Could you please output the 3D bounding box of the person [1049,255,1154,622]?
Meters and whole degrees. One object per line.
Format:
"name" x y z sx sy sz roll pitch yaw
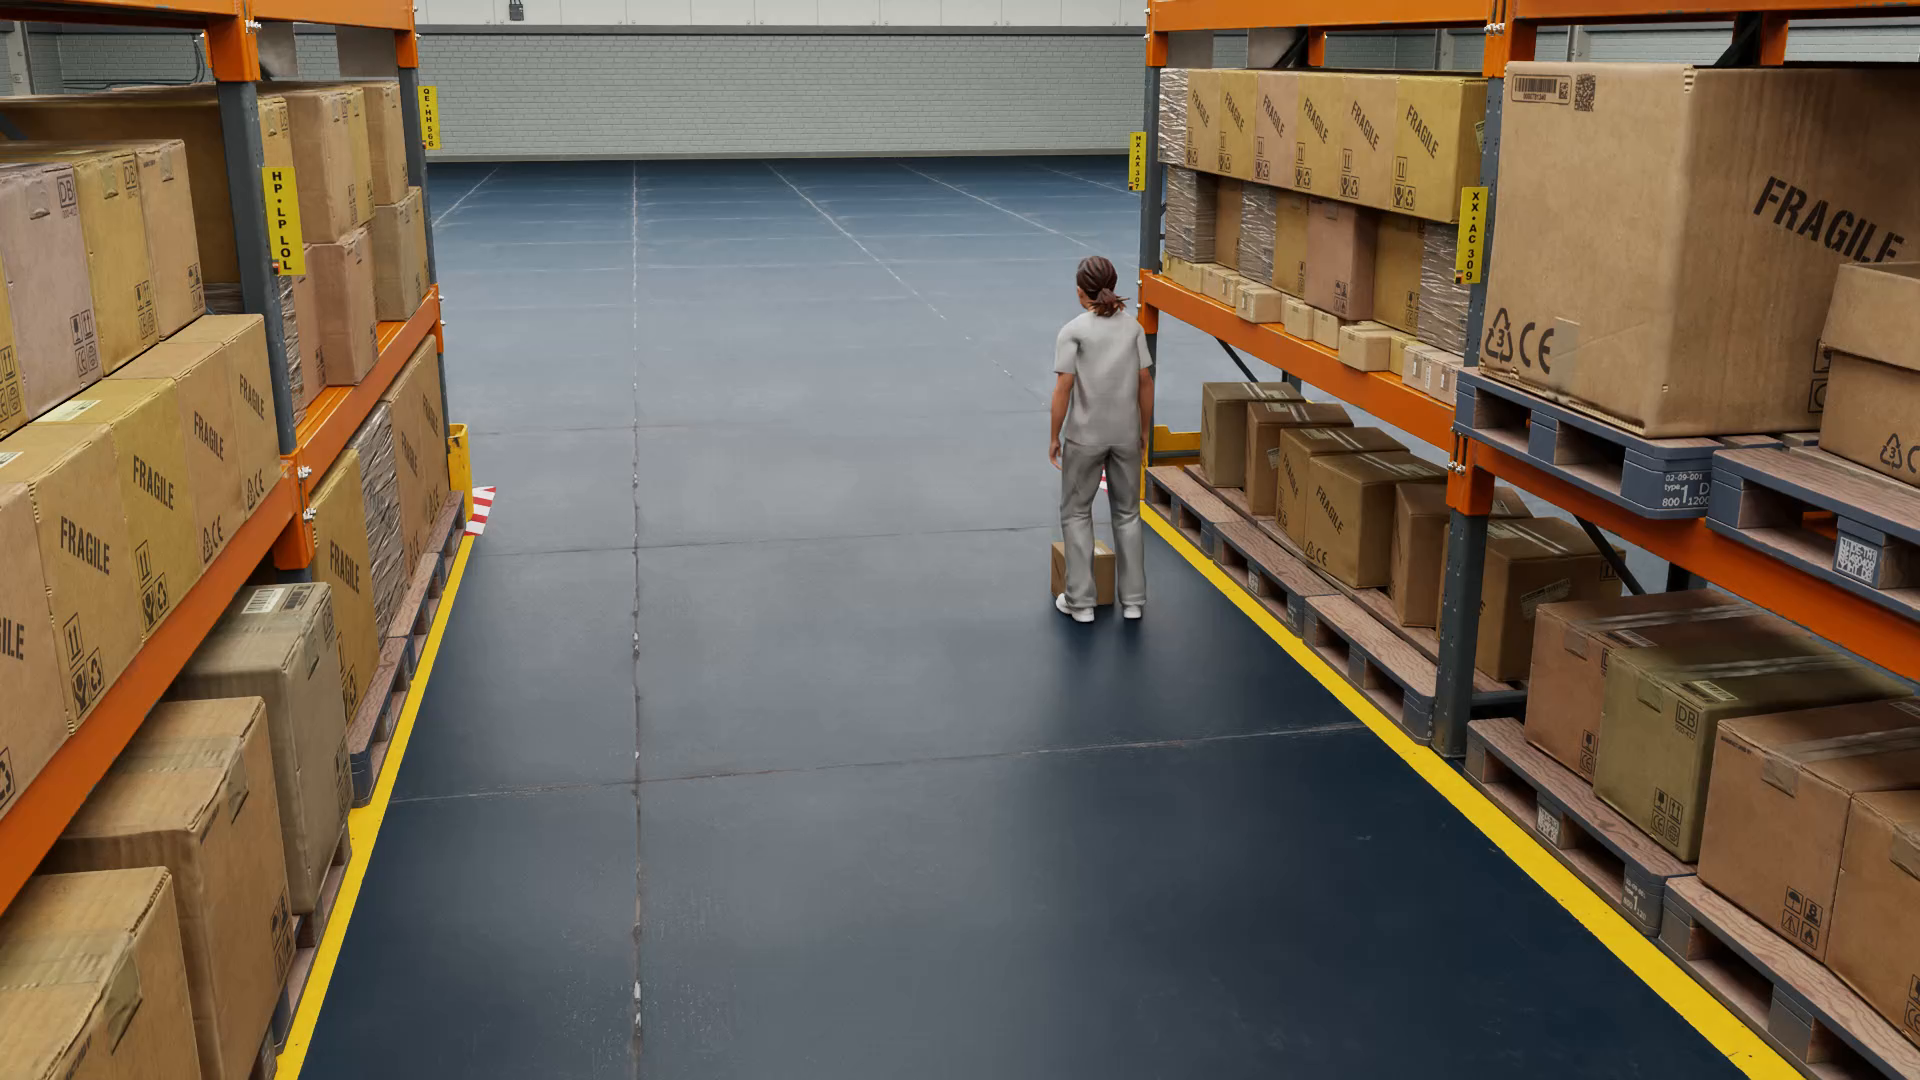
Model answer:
"person" 0.645 -0.453 7.578 0.510 1.671 0.366 -4 17 -14
